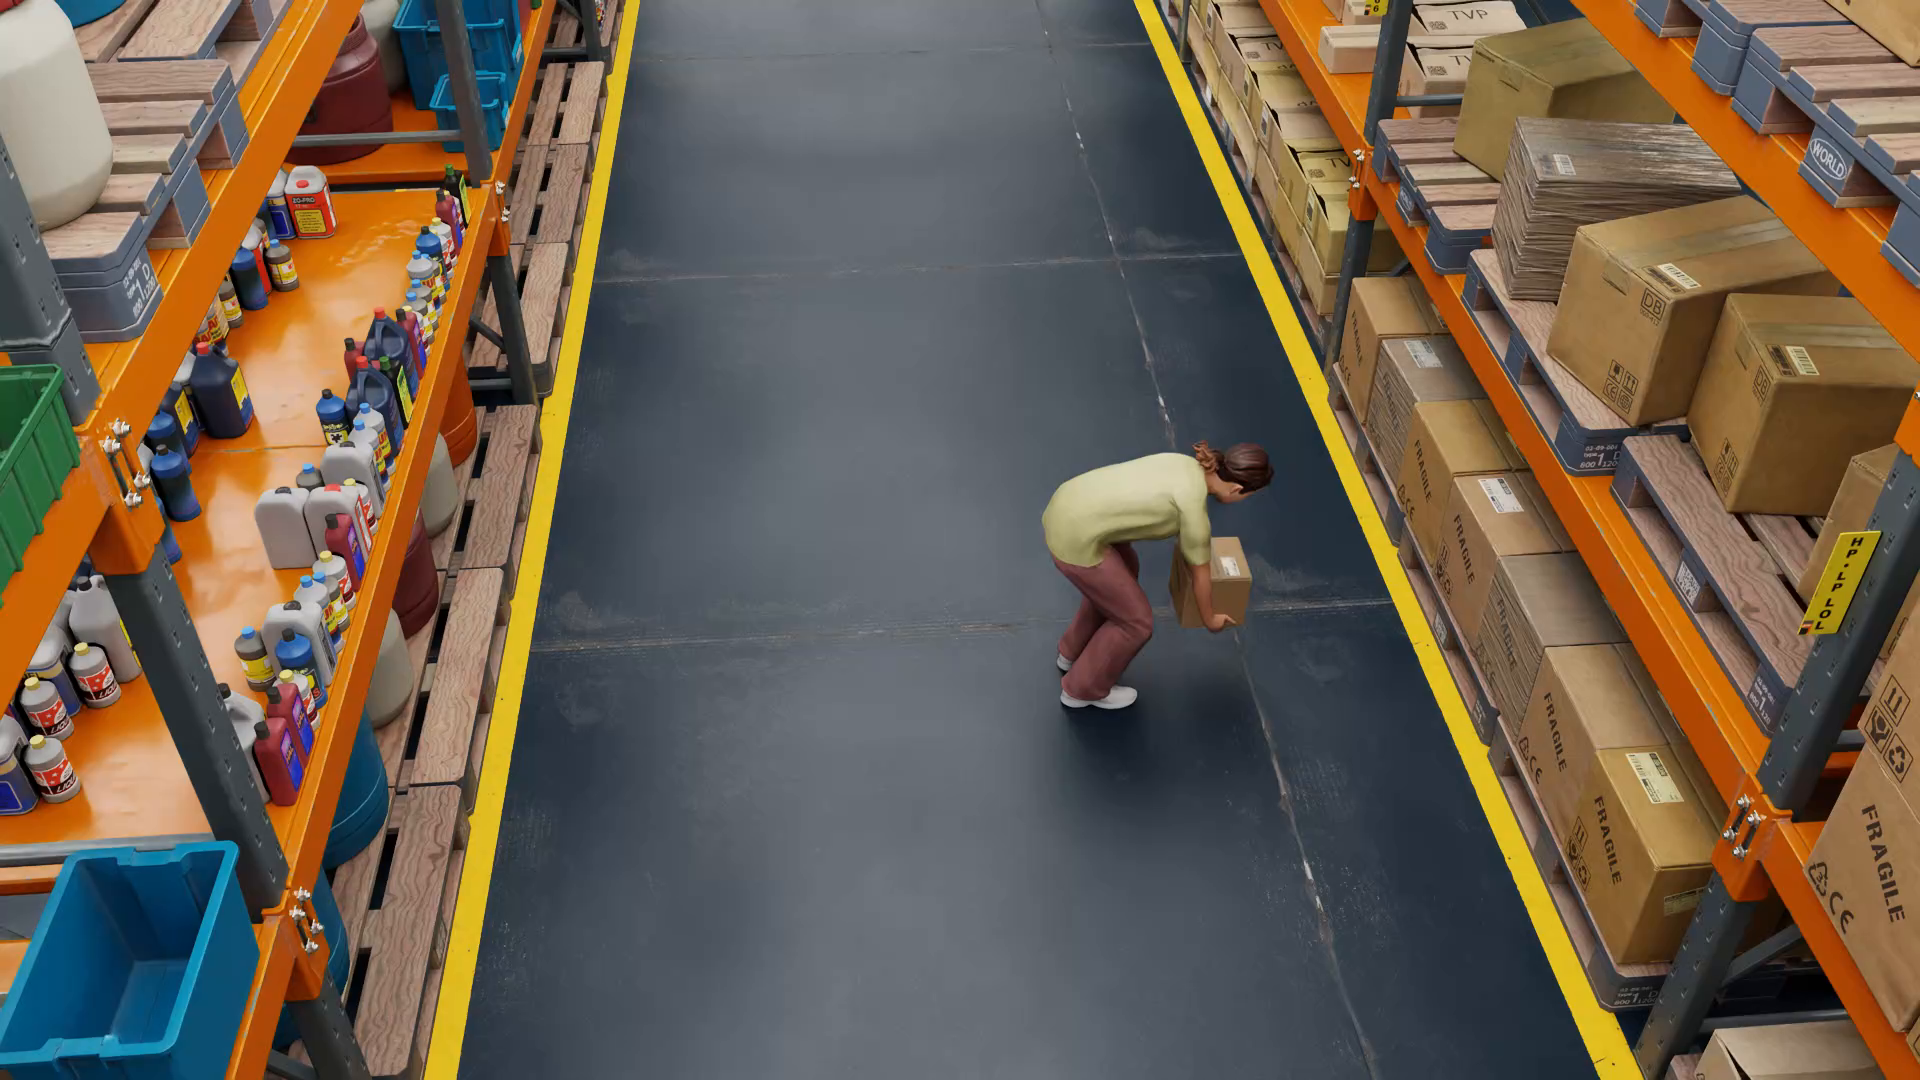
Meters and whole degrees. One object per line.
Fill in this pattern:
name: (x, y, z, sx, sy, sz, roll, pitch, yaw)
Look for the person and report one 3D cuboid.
person: (0.739, 0.125, 6.434, 0.854, 1.131, 0.447, -5, 39, -6)
